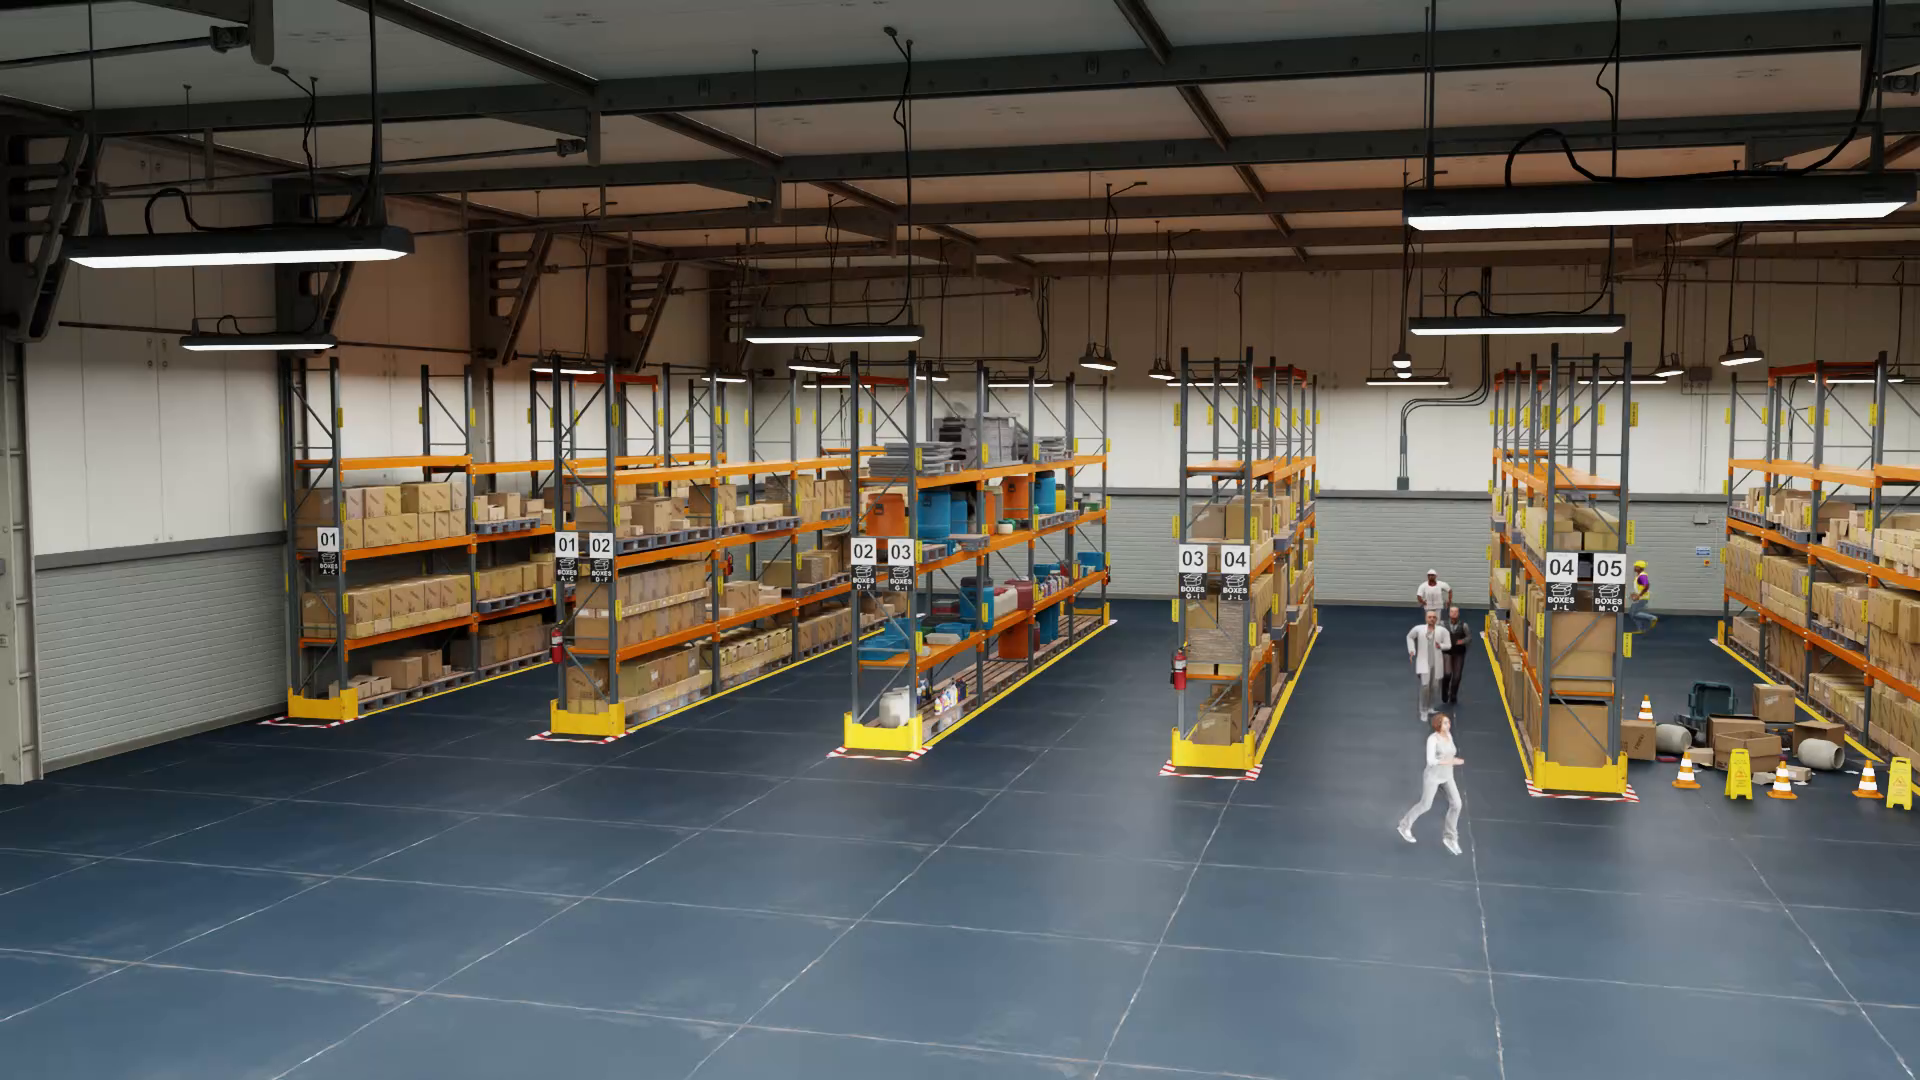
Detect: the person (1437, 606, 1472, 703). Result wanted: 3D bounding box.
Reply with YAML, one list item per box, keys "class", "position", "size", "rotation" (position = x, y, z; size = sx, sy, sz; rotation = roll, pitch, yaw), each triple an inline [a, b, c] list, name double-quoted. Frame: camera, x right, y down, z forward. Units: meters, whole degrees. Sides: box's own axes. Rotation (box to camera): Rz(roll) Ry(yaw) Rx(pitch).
- class: "person"
  position: [8.610, 2.012, 29.066]
  size: [0.639, 1.700, 0.670]
  rotation: [1, 4, 10]

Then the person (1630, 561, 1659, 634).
- class: "person"
  position: [15.815, 1.335, 38.421]
  size: [0.624, 1.713, 0.682]
  rotation: [1, 4, 19]

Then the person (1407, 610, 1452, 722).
- class: "person"
  position: [7.803, 2.091, 27.632]
  size: [0.669, 1.849, 0.835]
  rotation: [0, 4, 5]

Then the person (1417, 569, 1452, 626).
- class: "person"
  position: [10.259, 1.491, 36.007]
  size: [0.725, 1.714, 0.718]
  rotation: [2, 4, 21]

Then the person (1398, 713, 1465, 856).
- class: "person"
  position: [5.502, 2.794, 19.235]
  size: [0.547, 1.632, 0.839]
  rotation: [-3, 5, -34]
